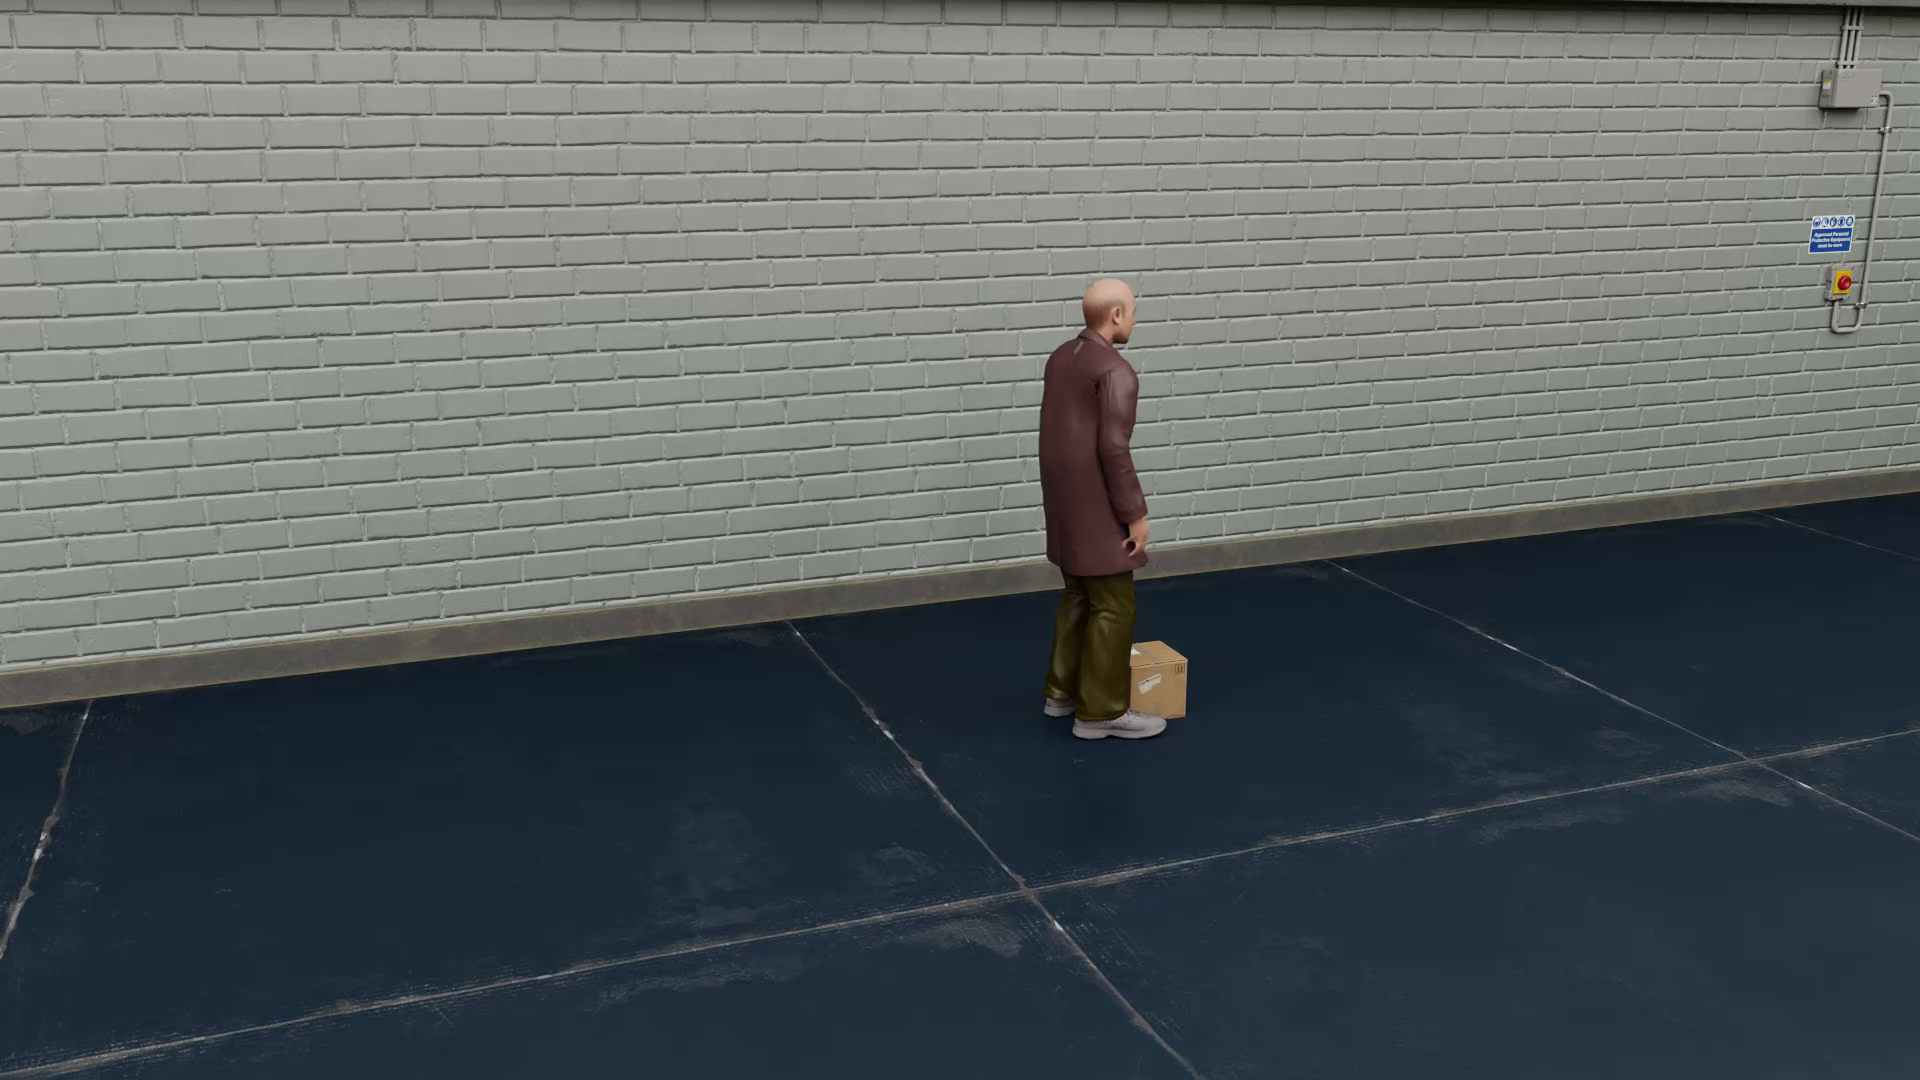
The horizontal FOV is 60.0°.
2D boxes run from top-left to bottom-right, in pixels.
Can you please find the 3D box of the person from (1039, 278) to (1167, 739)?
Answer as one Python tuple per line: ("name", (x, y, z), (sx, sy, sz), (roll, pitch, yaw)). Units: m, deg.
("person", (0.528, -0.131, 6.528), (0.416, 1.774, 0.655), (-6, 17, -22))
